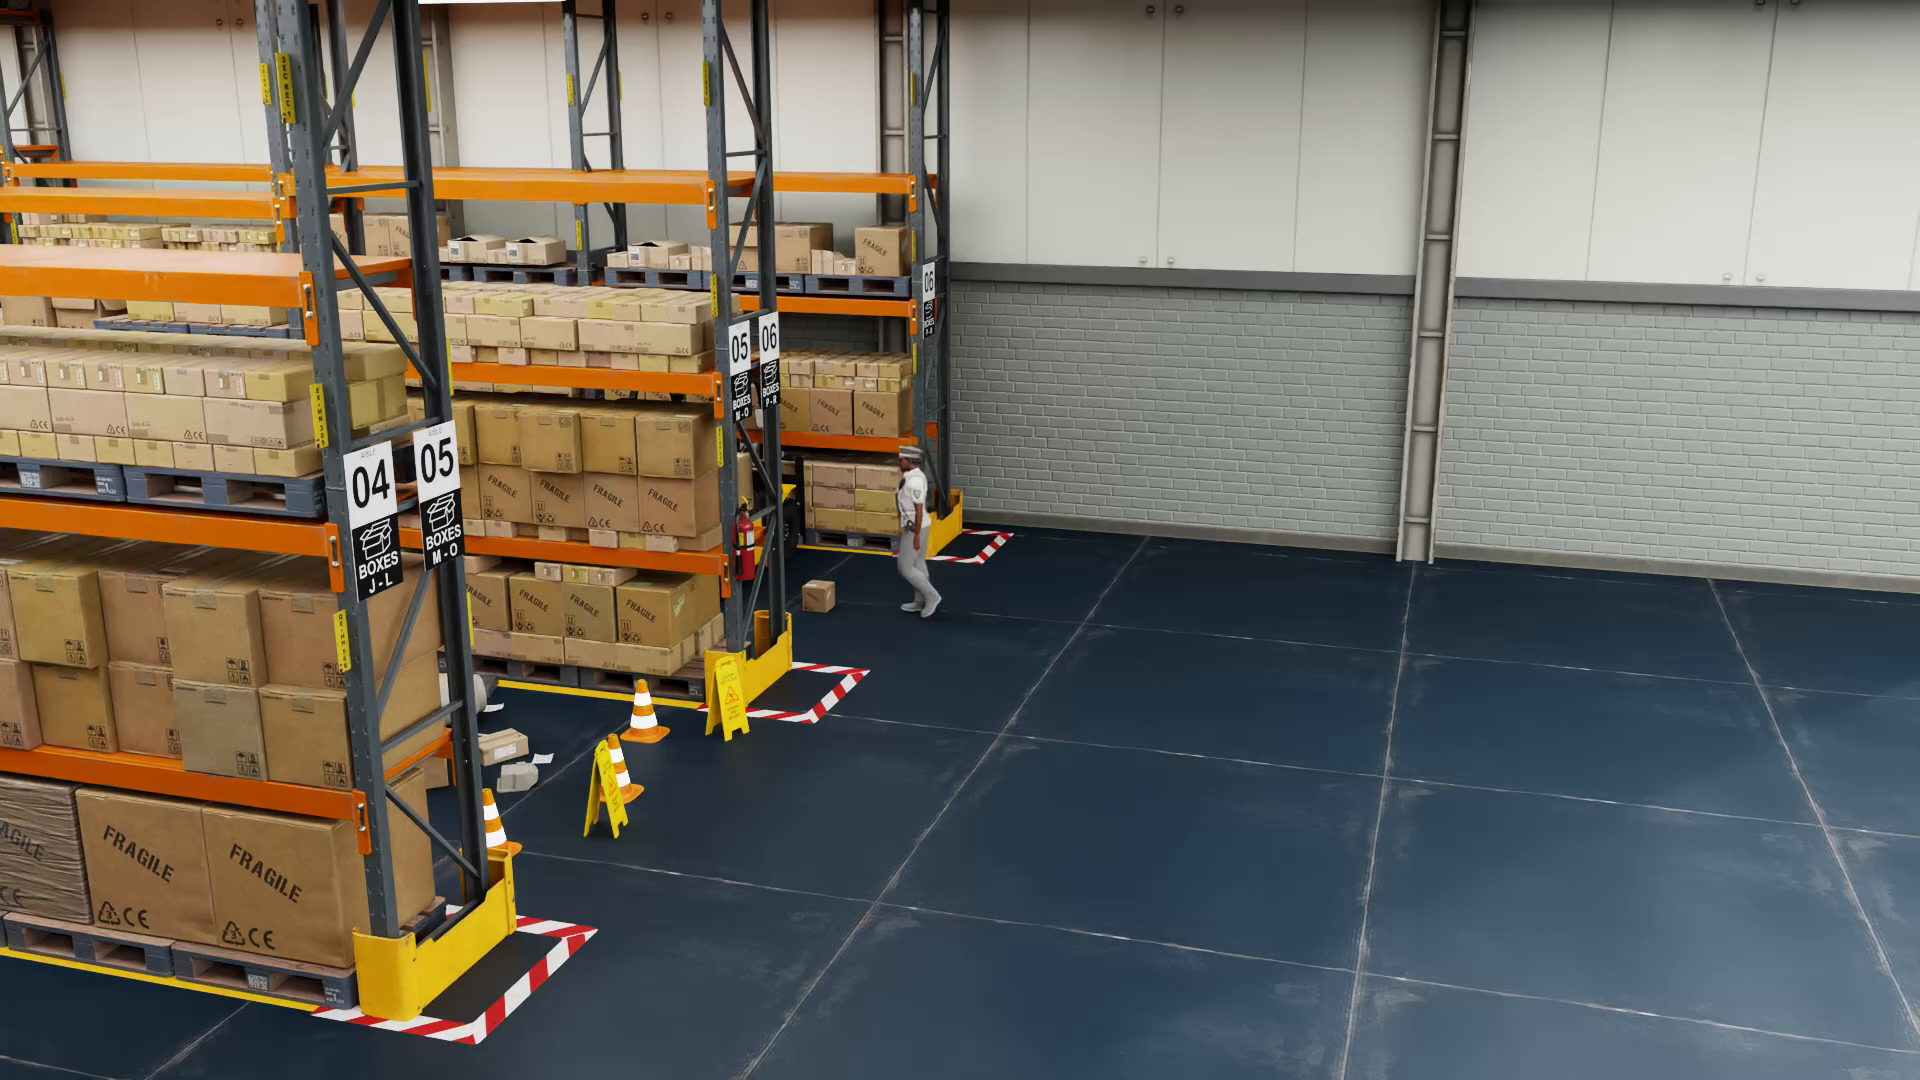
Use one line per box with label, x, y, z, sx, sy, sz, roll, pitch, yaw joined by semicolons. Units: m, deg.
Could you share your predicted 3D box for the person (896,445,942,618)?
person;-0.409;-0.092;16.205;0.443;1.658;0.501;0;15;1
